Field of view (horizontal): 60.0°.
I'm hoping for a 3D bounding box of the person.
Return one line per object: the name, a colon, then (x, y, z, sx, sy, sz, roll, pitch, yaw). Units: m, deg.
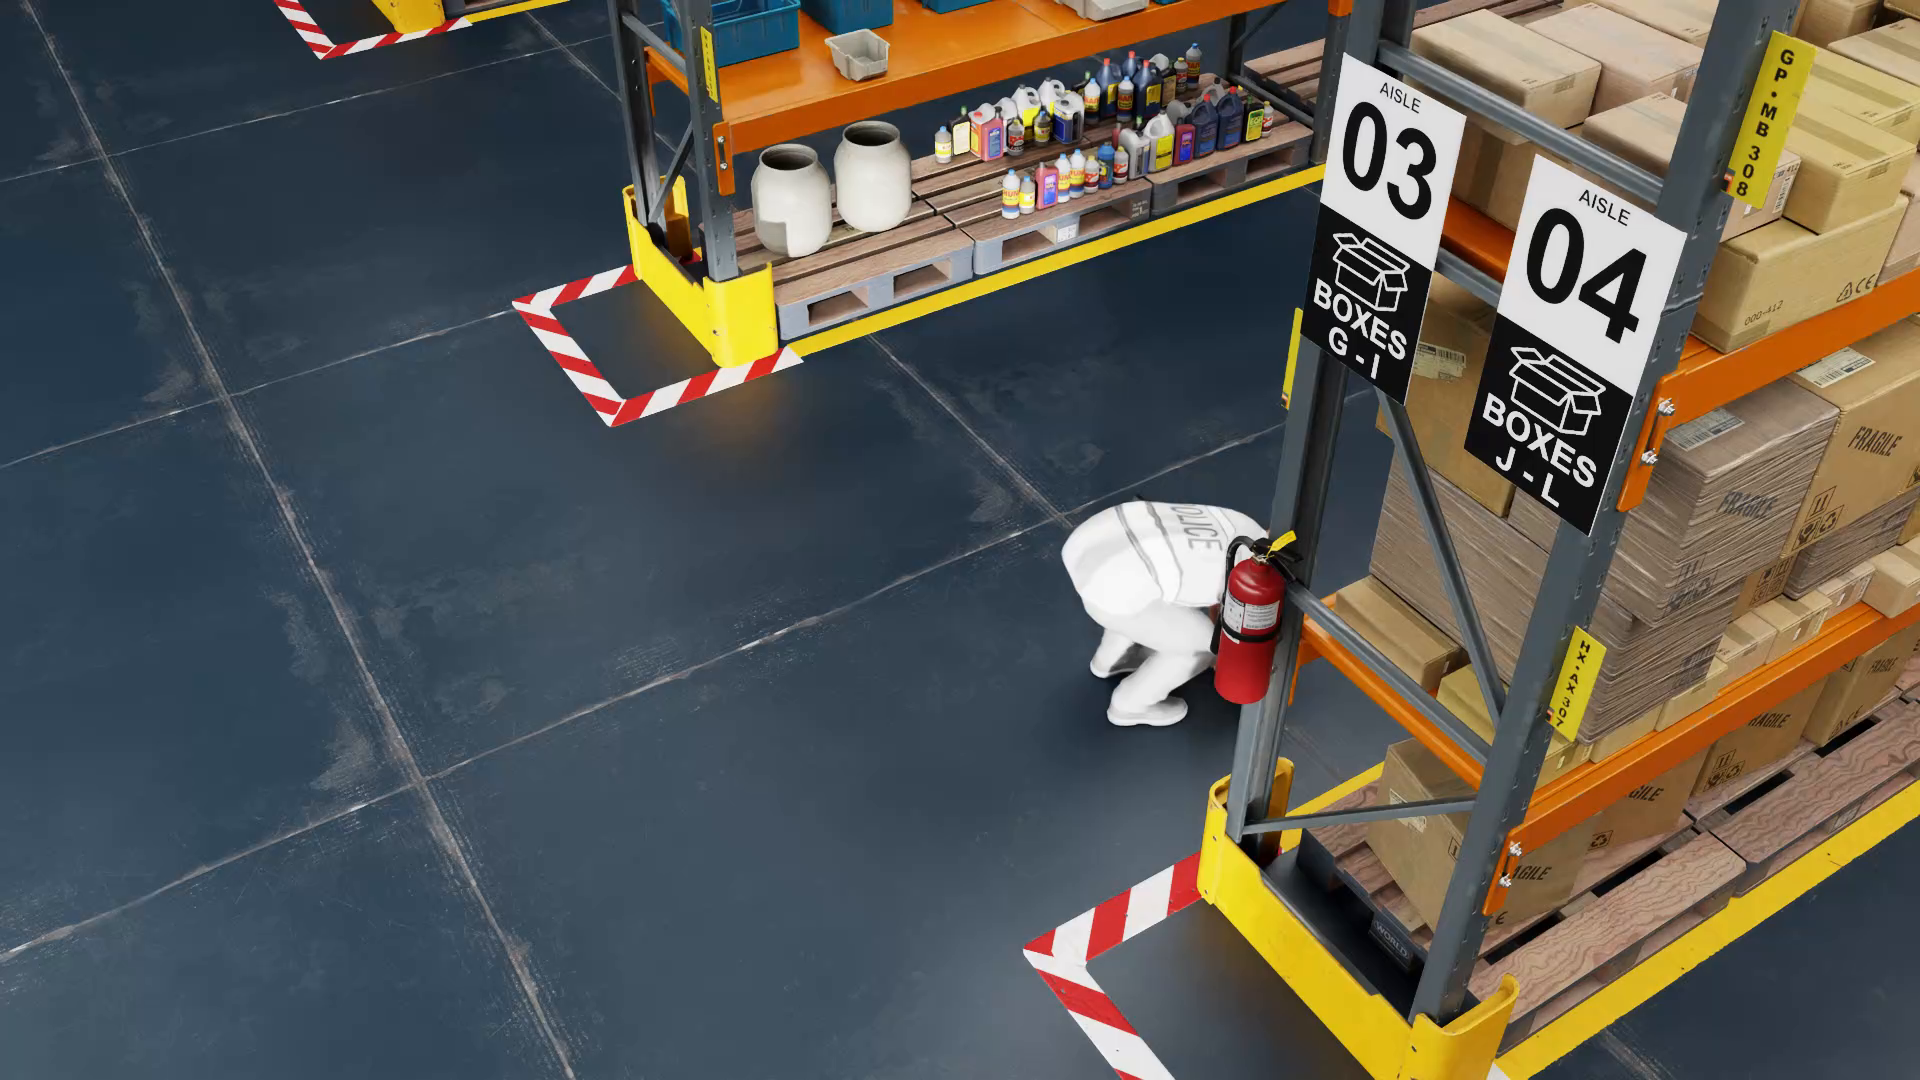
person: (0.902, 0.236, 6.517, 1.023, 0.928, 0.544, -9, 41, -11)
